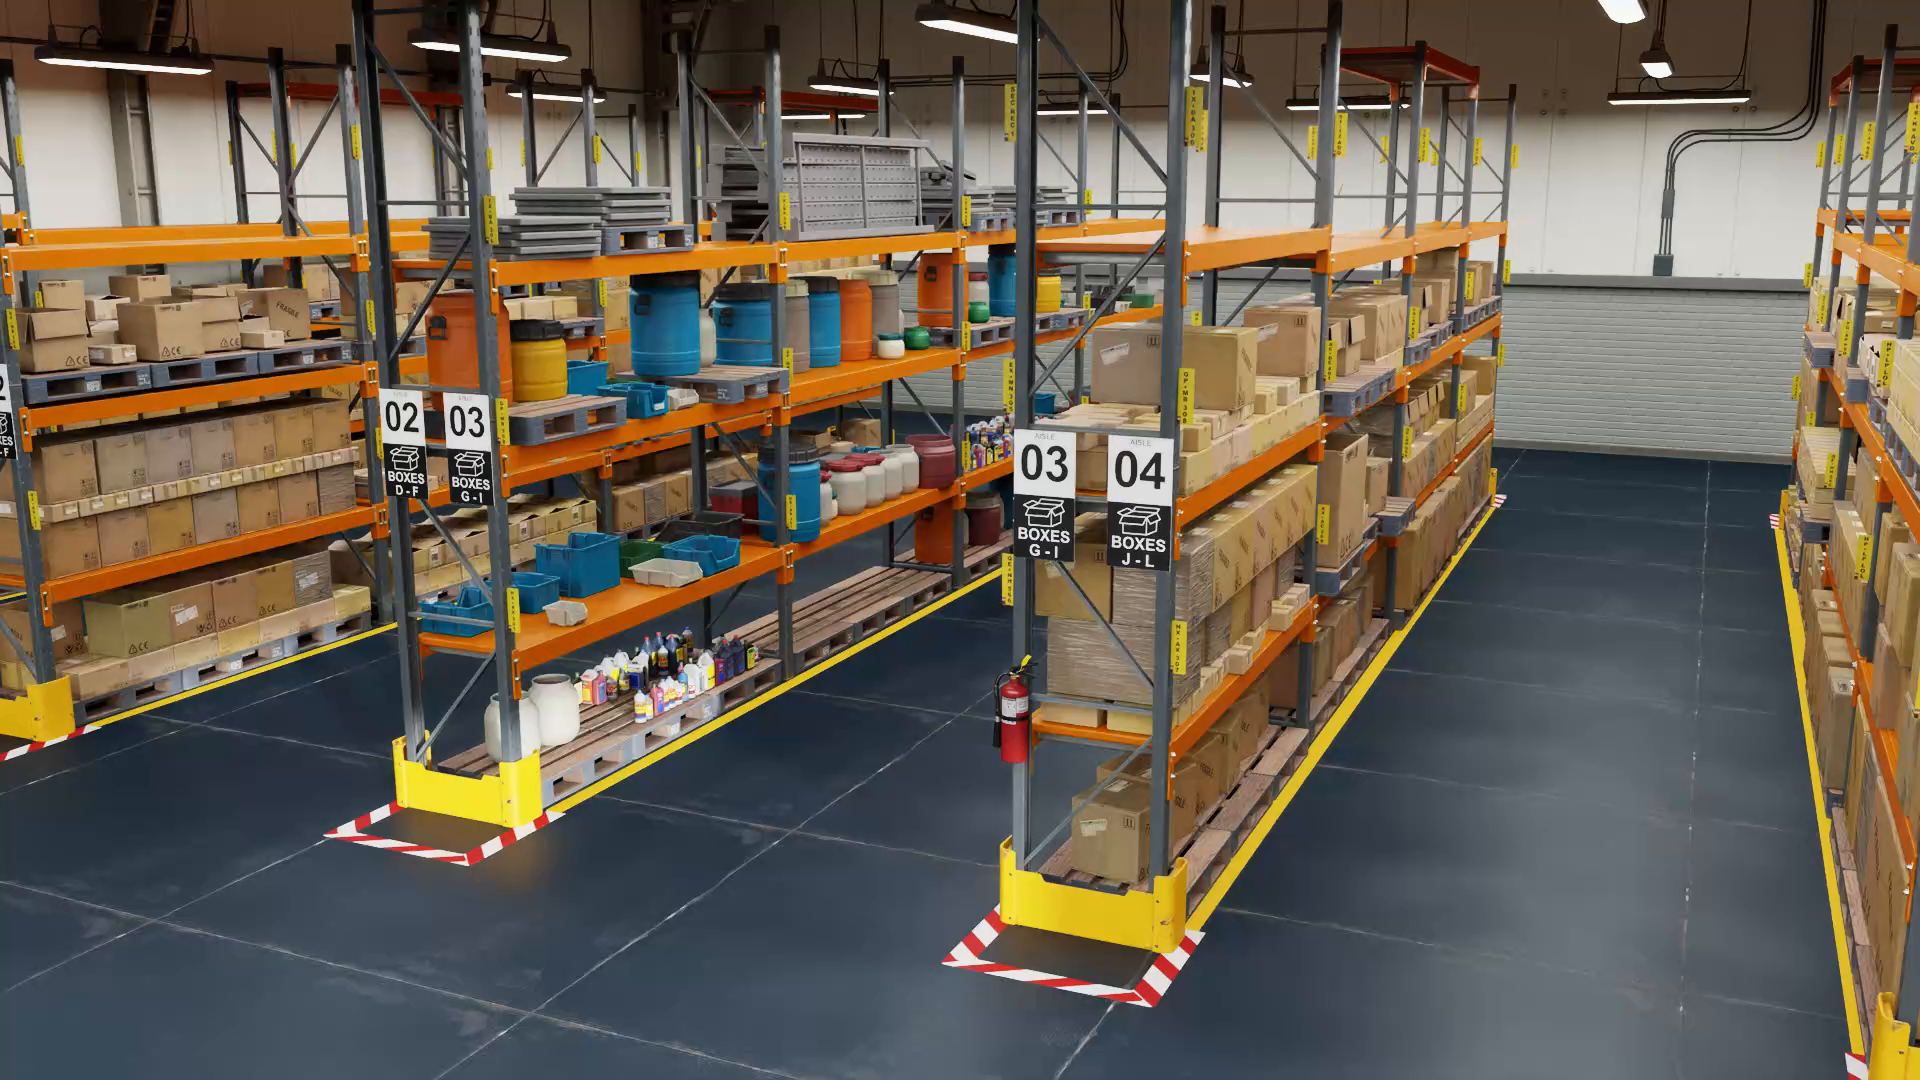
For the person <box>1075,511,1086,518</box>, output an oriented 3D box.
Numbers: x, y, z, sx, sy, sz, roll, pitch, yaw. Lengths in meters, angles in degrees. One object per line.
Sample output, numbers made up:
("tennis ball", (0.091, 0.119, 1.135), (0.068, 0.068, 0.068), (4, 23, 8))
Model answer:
("person", (1.245, -0.168, 18.898), (0.576, 1.788, 0.513), (7, 14, 30))
